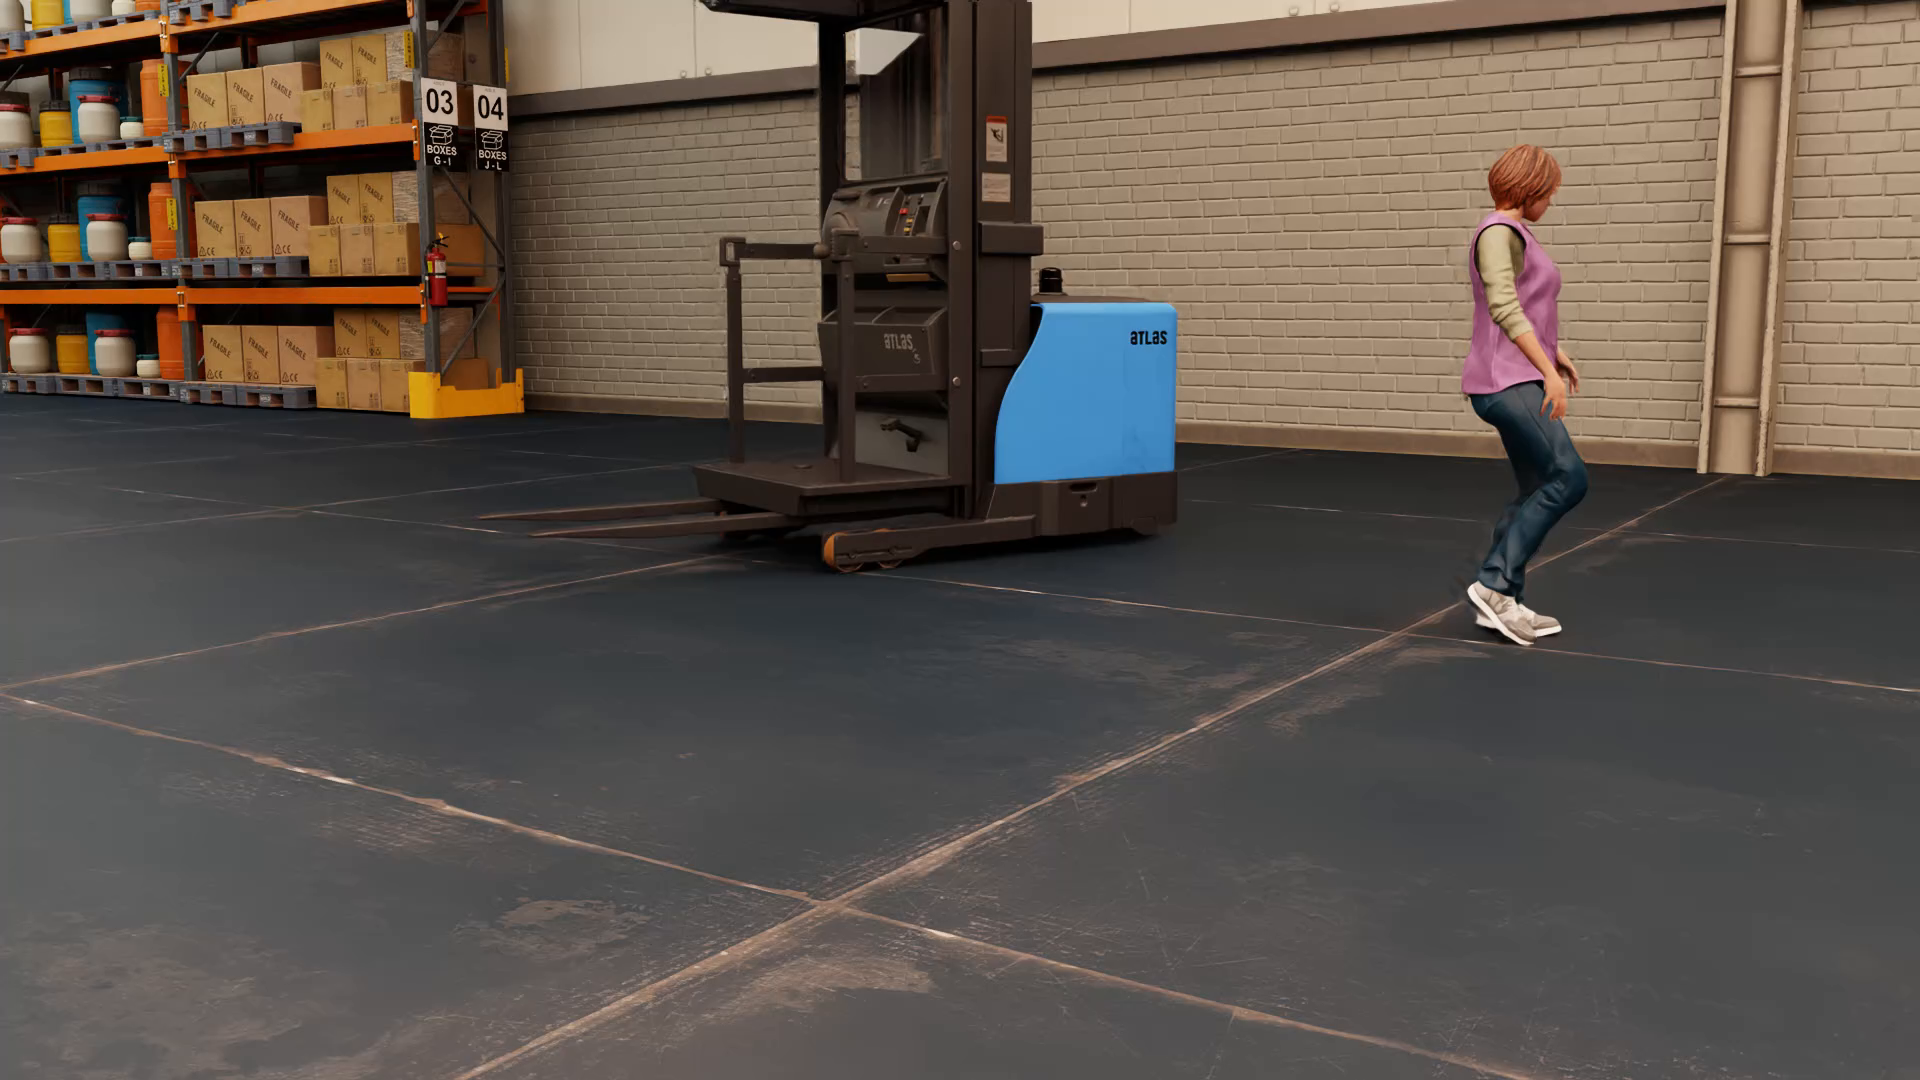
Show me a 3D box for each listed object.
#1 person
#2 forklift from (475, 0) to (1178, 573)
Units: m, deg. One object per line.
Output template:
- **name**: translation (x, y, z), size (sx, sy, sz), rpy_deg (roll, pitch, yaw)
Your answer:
- **person**: translation (1.844, -0.466, 5.370), size (0.420, 1.571, 0.686), rpy_deg (4, 9, 28)
- **forklift**: translation (-0.507, -1.403, 7.061), size (3.031, 2.935, 1.130), rpy_deg (-5, 10, -33)
